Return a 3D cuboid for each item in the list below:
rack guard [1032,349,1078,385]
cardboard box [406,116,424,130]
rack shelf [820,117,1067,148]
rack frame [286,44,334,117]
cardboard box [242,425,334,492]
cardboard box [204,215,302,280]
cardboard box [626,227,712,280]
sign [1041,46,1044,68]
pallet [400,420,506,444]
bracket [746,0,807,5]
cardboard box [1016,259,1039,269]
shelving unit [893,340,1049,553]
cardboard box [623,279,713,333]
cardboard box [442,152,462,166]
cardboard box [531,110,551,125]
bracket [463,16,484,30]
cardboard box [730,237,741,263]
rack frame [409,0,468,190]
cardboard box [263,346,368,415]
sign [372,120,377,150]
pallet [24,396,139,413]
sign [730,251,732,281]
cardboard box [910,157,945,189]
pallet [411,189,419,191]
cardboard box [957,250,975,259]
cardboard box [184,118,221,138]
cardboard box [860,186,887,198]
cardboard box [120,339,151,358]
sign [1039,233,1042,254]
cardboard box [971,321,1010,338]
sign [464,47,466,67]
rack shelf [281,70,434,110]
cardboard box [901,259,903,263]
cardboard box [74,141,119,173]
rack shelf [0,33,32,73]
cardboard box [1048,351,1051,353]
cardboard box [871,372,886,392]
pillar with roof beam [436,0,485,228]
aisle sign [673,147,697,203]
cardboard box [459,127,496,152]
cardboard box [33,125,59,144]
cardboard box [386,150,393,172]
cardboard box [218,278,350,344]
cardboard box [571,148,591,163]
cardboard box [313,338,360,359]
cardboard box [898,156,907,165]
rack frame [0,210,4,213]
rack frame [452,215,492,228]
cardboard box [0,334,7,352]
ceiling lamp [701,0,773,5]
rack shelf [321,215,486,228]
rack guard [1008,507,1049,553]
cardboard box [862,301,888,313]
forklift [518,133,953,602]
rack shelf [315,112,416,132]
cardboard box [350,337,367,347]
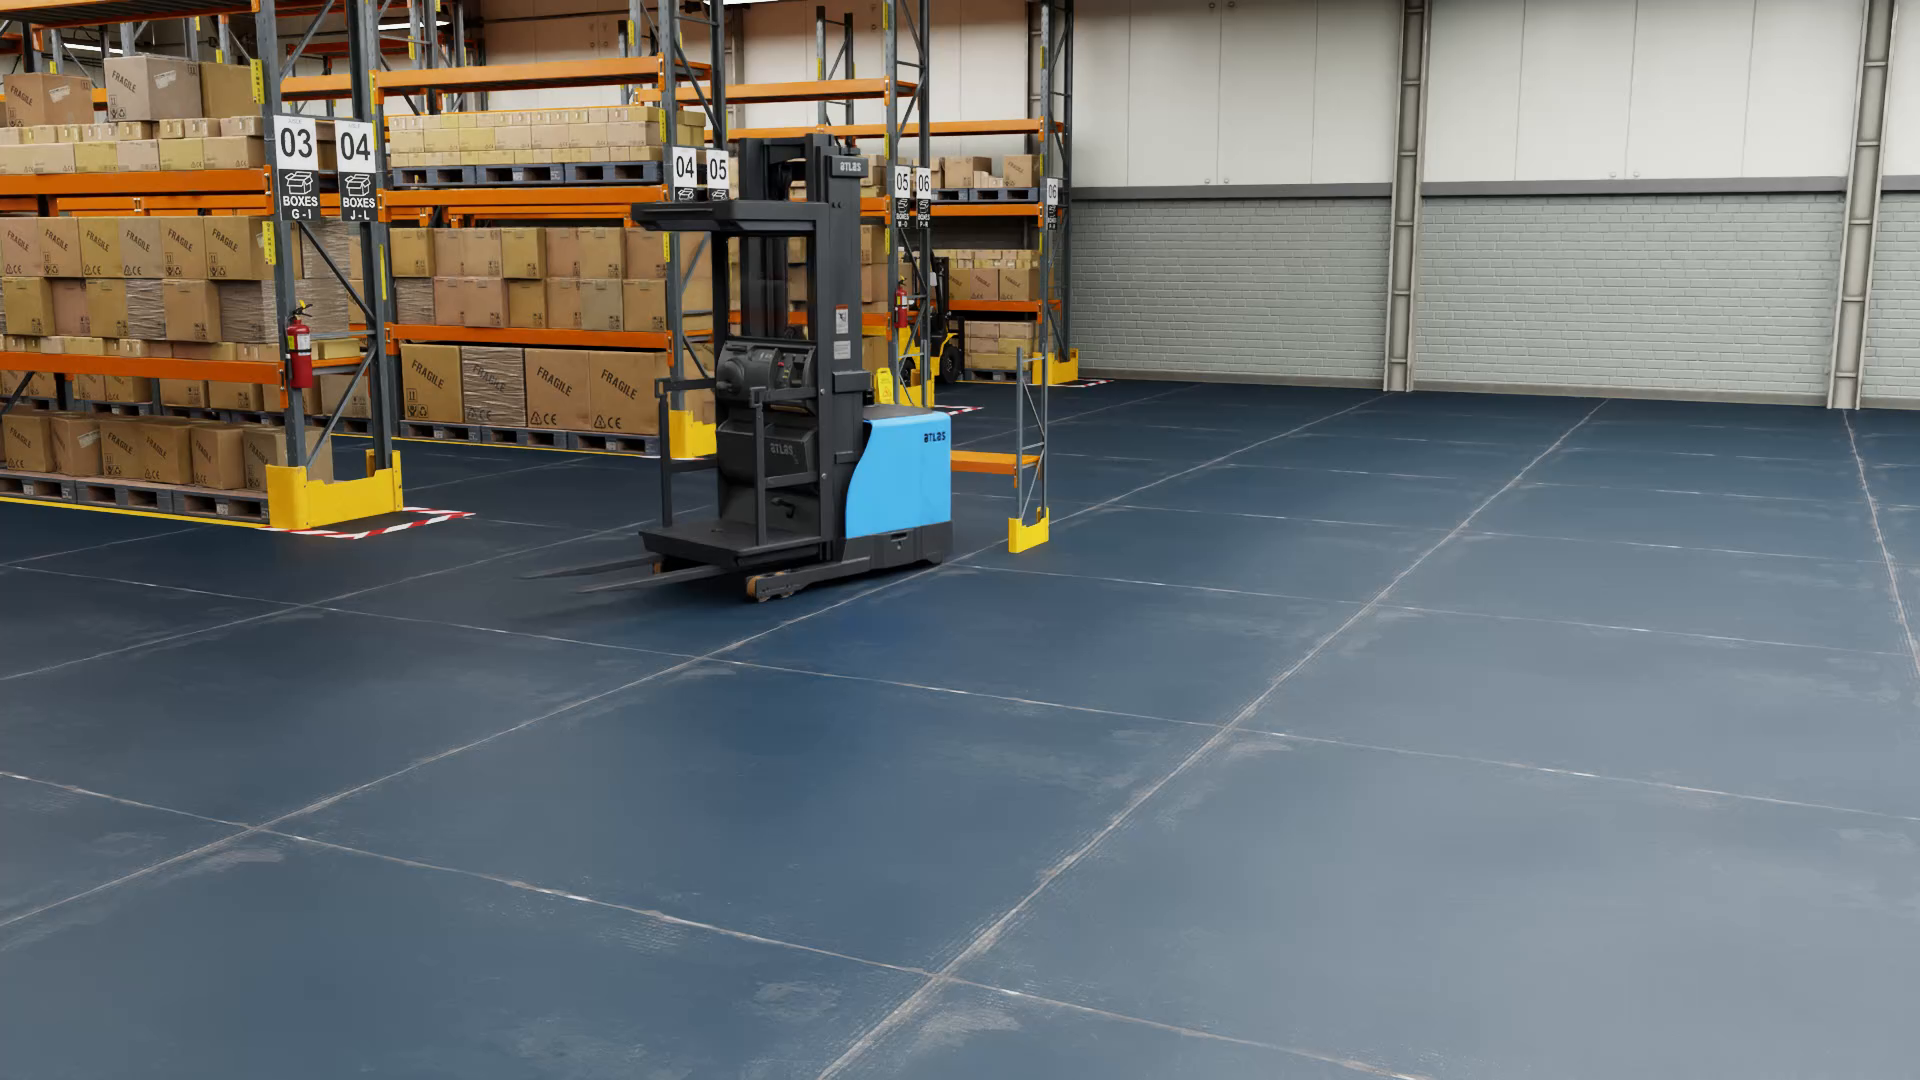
[{"bbox_3d":[1.538,-2.795,26.771,0.348,0.500,1.175,5,11,26],"label":"rack guard"},{"bbox_3d":[-5.958,-4.648,18.576,0.250,0.149,0.380,5,11,25],"label":"cardboard box"},{"bbox_3d":[-0.277,-6.586,26.995,4.000,0.370,1.077,5,11,26],"label":"rack shelf"},{"bbox_3d":[-12.832,-8.240,32.991,0.127,3.000,1.000,5,11,26],"label":"rack frame"},{"bbox_3d":[-5.614,-0.680,13.904,0.500,0.500,0.500,8,13,36],"label":"cardboard box"},{"bbox_3d":[-5.664,-2.343,13.329,0.500,0.500,0.500,5,11,26],"label":"cardboard box"},{"bbox_3d":[-3.092,-3.076,17.851,0.550,0.550,0.875,5,11,26],"label":"cardboard box"},{"bbox_3d":[1.264,-7.392,25.462,0.005,0.325,0.100,5,11,26],"label":"sign"},{"bbox_3d":[-5.716,-1.306,19.355,1.213,0.211,1.003,5,11,26],"label":"pallet"},{"bbox_3d":[-1.549,-9.128,27.792,4.783,0.066,0.076,5,11,26],"label":"bracket"},{"bbox_3d":[1.082,-4.378,26.396,0.250,0.149,0.380,5,11,27],"label":"cardboard box"},{"bbox_3d":[0.068,-0.732,12.563,1.083,1.500,0.587,5,11,26],"label":"shelving unit"},{"bbox_3d":[-3.129,-2.531,17.873,0.550,0.550,0.875,5,11,26],"label":"cardboard box"},{"bbox_3d":[-5.506,-4.216,18.427,0.250,0.149,0.380,5,11,25],"label":"cardboard box"},{"bbox_3d":[-4.368,-4.509,17.804,0.250,0.149,0.380,5,11,25],"label":"cardboard box"},{"bbox_3d":[-9.255,-9.805,31.533,0.430,0.232,0.235,5,11,26],"label":"bracket"},{"bbox_3d":[-3.078,-4.080,22.927,0.500,0.500,0.700,5,11,25],"label":"cardboard box"},{"bbox_3d":[-7.851,-6.817,25.126,0.127,3.000,1.000,5,11,26],"label":"rack frame"},{"bbox_3d":[-7.823,-1.962,20.284,0.750,0.750,1.050,5,11,26],"label":"cardboard box"},{"bbox_3d":[-6.595,-4.549,18.682,0.005,0.325,0.100,5,11,26],"label":"sign"},{"bbox_3d":[-11.741,-1.852,22.370,1.213,0.211,1.003,5,11,26],"label":"pallet"},{"bbox_3d":[-2.525,-2.989,18.168,0.005,0.325,0.100,5,11,26],"label":"sign"},{"bbox_3d":[-0.370,-5.955,27.036,0.637,0.503,0.797,5,12,28],"label":"cardboard box"},{"bbox_3d":[-8.452,-5.290,25.643,1.003,0.211,1.213,6,12,28],"label":"pallet"},{"bbox_3d":[0.147,-4.602,26.795,0.250,0.149,0.380,5,12,27],"label":"cardboard box"},{"bbox_3d":[-5.924,-3.265,13.227,0.250,0.149,0.380,4,11,23],"label":"cardboard box"},{"bbox_3d":[-1.120,-4.570,21.841,0.250,0.149,0.380,5,11,26],"label":"cardboard box"},{"bbox_3d":[-6.800,-1.619,13.957,0.250,0.149,0.380,5,11,26],"label":"cardboard box"},{"bbox_3d":[1.264,-4.628,25.962,0.005,0.325,0.100,5,11,26],"label":"sign"},{"bbox_3d":[0.505,-3.399,26.820,0.500,0.250,0.500,5,12,27],"label":"cardboard box"},{"bbox_3d":[-7.619,-7.403,25.519,0.005,0.325,0.100,5,11,26],"label":"sign"},{"bbox_3d":[-8.157,-5.310,19.943,4.000,0.370,1.077,5,11,26],"label":"rack shelf"},{"bbox_3d":[-0.766,-4.538,27.280,0.250,0.149,0.380,5,11,24],"label":"cardboard box"},{"bbox_3d":[-6.964,-3.170,13.824,0.500,0.250,0.500,5,11,25],"label":"cardboard box"},{"bbox_3d":[-10.442,-4.525,15.610,4.000,0.370,1.077,5,11,26],"label":"rack shelf"},{"bbox_3d":[1.162,-2.951,27.153,0.500,0.250,0.500,5,11,26],"label":"cardboard box"},{"bbox_3d":[-1.278,-2.195,22.980,0.500,0.250,0.500,5,11,25],"label":"cardboard box"},{"bbox_3d":[-11.375,-7.436,28.549,0.548,9.000,9.100,5,11,26],"label":"pillar with roof beam"},{"bbox_3d":[-2.845,-3.661,17.238,0.004,0.787,0.394,5,11,26],"label":"aisle sign"},{"bbox_3d":[-5.143,-4.393,18.282,0.500,0.250,0.500,5,11,25],"label":"cardboard box"},{"bbox_3d":[-7.551,-3.408,14.016,0.250,0.149,0.380,5,11,25],"label":"cardboard box"},{"bbox_3d":[-6.794,-4.504,19.688,0.396,0.266,0.258,5,11,25],"label":"cardboard box"},{"bbox_3d":[-5.543,-1.895,13.660,0.500,0.500,0.875,5,11,26],"label":"cardboard box"},{"bbox_3d":[-3.907,-4.076,17.652,0.250,0.149,0.380,5,11,26],"label":"cardboard box"},{"bbox_3d":[-5.212,-1.588,13.789,0.250,0.149,0.380,5,11,26],"label":"cardboard box"},{"bbox_3d":[-0.905,-5.039,22.196,0.250,0.149,0.380,5,11,25],"label":"cardboard box"},{"bbox_3d":[-13.538,-3.381,22.990,0.127,3.000,1.000,5,11,26],"label":"rack frame"},{"bbox_3d":[-9.245,-4.973,31.784,0.127,3.000,1.000,5,11,26],"label":"rack frame"},{"bbox_3d":[-8.370,-1.756,14.717,0.250,0.149,0.380,5,11,26],"label":"cardboard box"},{"bbox_3d":[-2.919,-9.805,25.247,2.000,3.185,0.800,5,11,26],"label":"ceiling lamp"},{"bbox_3d":[-11.039,-6.252,32.451,4.000,0.370,1.077,5,11,26],"label":"rack shelf"},{"bbox_3d":[0.515,-0.078,12.458,0.087,0.250,0.587,5,11,26],"label":"rack guard"},{"bbox_3d":[-1.107,-3.106,22.173,0.250,0.149,0.380,5,12,28],"label":"cardboard box"},{"bbox_3d":[-1.434,-1.151,10.863,1.130,2.935,3.031,10,14,43],"label":"forklift"},{"bbox_3d":[-9.644,-6.423,26.096,4.000,0.370,1.077,5,11,26],"label":"rack shelf"},{"bbox_3d":[-9.231,-3.164,26.578,0.875,0.875,0.875,5,11,27],"label":"cardboard box"}]
